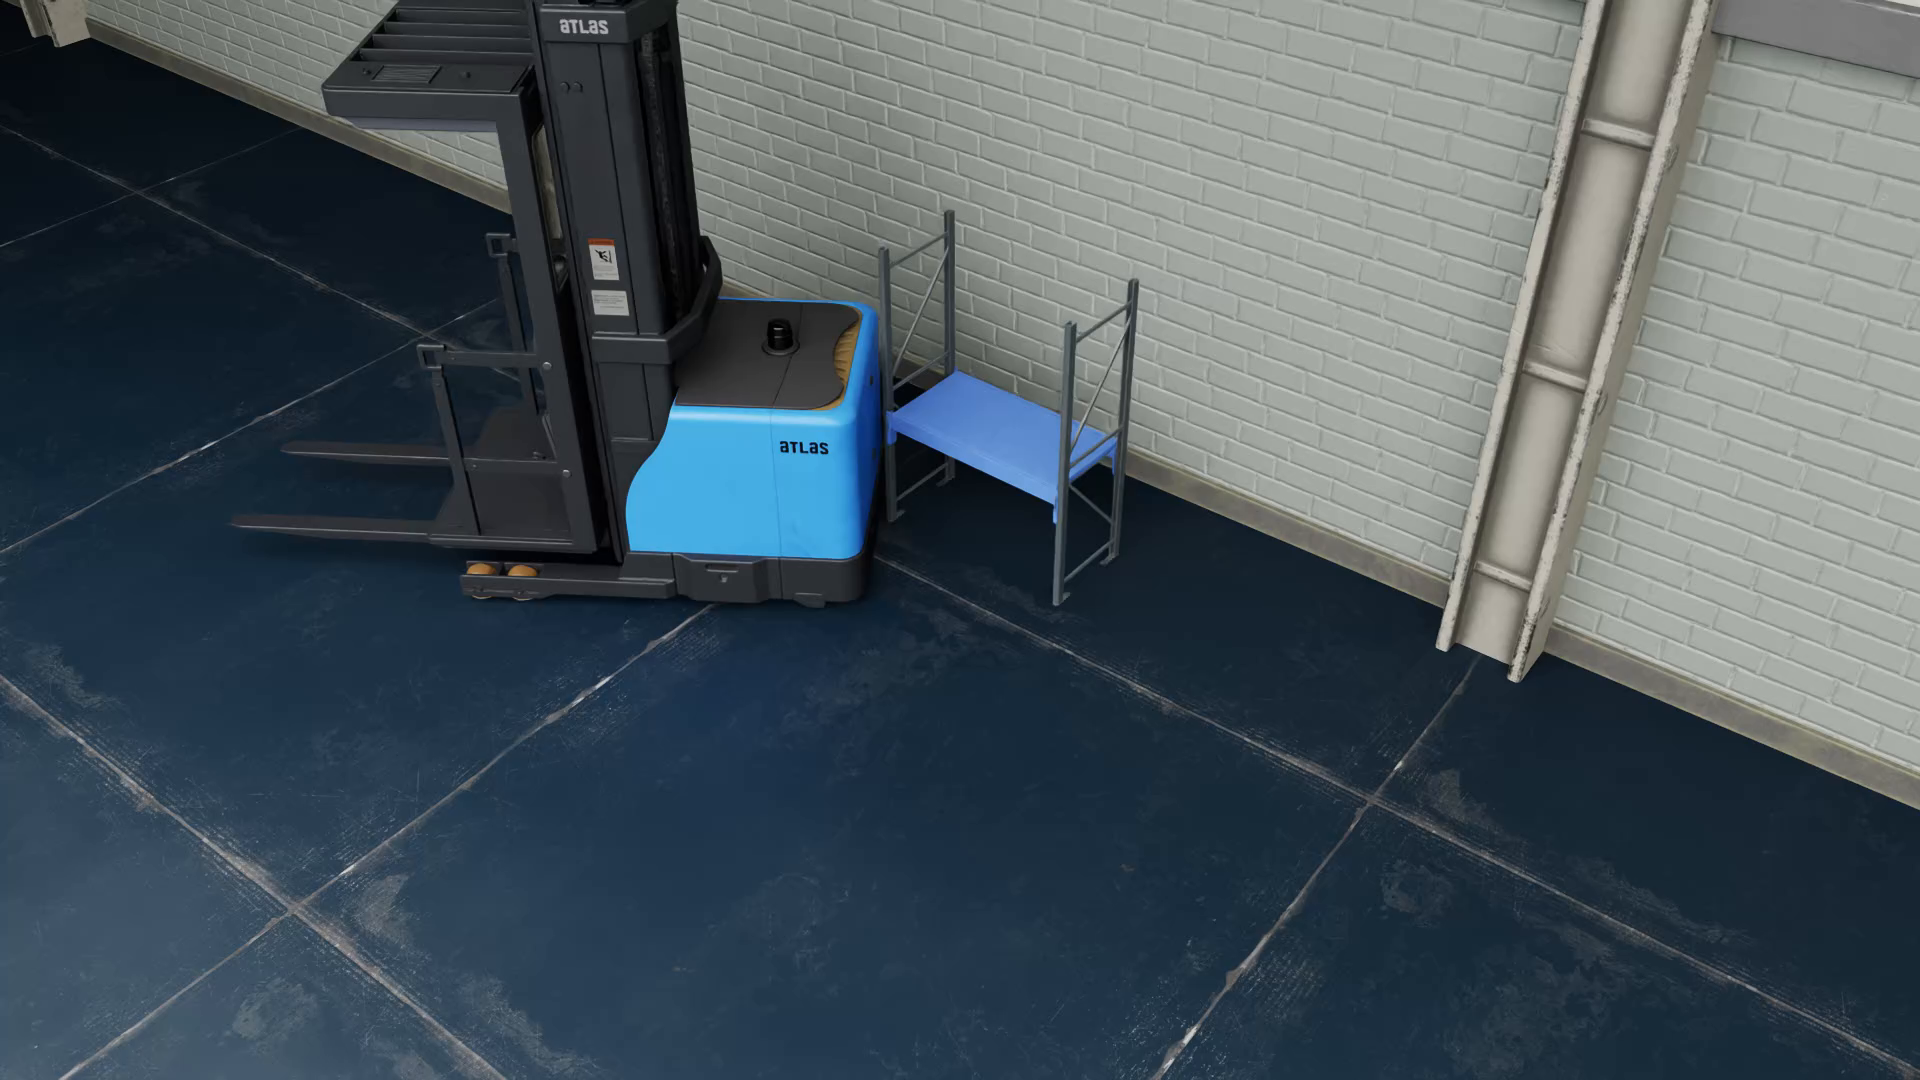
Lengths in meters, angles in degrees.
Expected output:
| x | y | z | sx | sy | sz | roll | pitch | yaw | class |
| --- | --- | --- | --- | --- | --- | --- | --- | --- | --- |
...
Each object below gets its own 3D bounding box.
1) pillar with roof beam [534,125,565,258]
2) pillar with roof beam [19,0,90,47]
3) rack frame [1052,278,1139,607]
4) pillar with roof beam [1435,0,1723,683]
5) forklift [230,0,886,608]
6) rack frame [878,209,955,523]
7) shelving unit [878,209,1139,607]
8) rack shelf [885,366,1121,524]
| x | y | z | sx | sy | sz | roll | pitch | yaw | class |
| --- | --- | --- | --- | --- | --- | --- | --- | --- | --- |
| -4.990 | -3.202 | 4.900 | 0.400 | 9.000 | 9.100 | 25 | 45 | 29 | pillar with roof beam |
| -9.756 | -5.449 | 7.770 | 0.400 | 9.000 | 9.100 | 25 | 45 | 29 | pillar with roof beam |
| 0.597 | -0.406 | 7.412 | 0.032 | 1.500 | 0.500 | 26 | 45 | 30 | rack frame |
| -0.224 | -0.954 | 2.030 | 0.400 | 9.000 | 9.100 | 25 | 45 | 29 | pillar with roof beam |
| -1.913 | -1.194 | 7.258 | 3.031 | 2.935 | 1.130 | 2 | 38 | 3 | forklift |
| -0.193 | -0.800 | 7.915 | 0.032 | 1.500 | 0.500 | 26 | 45 | 30 | rack frame |
| 0.202 | -0.603 | 7.664 | 1.048 | 1.500 | 0.538 | 26 | 45 | 30 | shelving unit |
| 0.202 | -0.461 | 7.775 | 1.000 | 0.185 | 0.538 | 26 | 45 | 30 | rack shelf |
